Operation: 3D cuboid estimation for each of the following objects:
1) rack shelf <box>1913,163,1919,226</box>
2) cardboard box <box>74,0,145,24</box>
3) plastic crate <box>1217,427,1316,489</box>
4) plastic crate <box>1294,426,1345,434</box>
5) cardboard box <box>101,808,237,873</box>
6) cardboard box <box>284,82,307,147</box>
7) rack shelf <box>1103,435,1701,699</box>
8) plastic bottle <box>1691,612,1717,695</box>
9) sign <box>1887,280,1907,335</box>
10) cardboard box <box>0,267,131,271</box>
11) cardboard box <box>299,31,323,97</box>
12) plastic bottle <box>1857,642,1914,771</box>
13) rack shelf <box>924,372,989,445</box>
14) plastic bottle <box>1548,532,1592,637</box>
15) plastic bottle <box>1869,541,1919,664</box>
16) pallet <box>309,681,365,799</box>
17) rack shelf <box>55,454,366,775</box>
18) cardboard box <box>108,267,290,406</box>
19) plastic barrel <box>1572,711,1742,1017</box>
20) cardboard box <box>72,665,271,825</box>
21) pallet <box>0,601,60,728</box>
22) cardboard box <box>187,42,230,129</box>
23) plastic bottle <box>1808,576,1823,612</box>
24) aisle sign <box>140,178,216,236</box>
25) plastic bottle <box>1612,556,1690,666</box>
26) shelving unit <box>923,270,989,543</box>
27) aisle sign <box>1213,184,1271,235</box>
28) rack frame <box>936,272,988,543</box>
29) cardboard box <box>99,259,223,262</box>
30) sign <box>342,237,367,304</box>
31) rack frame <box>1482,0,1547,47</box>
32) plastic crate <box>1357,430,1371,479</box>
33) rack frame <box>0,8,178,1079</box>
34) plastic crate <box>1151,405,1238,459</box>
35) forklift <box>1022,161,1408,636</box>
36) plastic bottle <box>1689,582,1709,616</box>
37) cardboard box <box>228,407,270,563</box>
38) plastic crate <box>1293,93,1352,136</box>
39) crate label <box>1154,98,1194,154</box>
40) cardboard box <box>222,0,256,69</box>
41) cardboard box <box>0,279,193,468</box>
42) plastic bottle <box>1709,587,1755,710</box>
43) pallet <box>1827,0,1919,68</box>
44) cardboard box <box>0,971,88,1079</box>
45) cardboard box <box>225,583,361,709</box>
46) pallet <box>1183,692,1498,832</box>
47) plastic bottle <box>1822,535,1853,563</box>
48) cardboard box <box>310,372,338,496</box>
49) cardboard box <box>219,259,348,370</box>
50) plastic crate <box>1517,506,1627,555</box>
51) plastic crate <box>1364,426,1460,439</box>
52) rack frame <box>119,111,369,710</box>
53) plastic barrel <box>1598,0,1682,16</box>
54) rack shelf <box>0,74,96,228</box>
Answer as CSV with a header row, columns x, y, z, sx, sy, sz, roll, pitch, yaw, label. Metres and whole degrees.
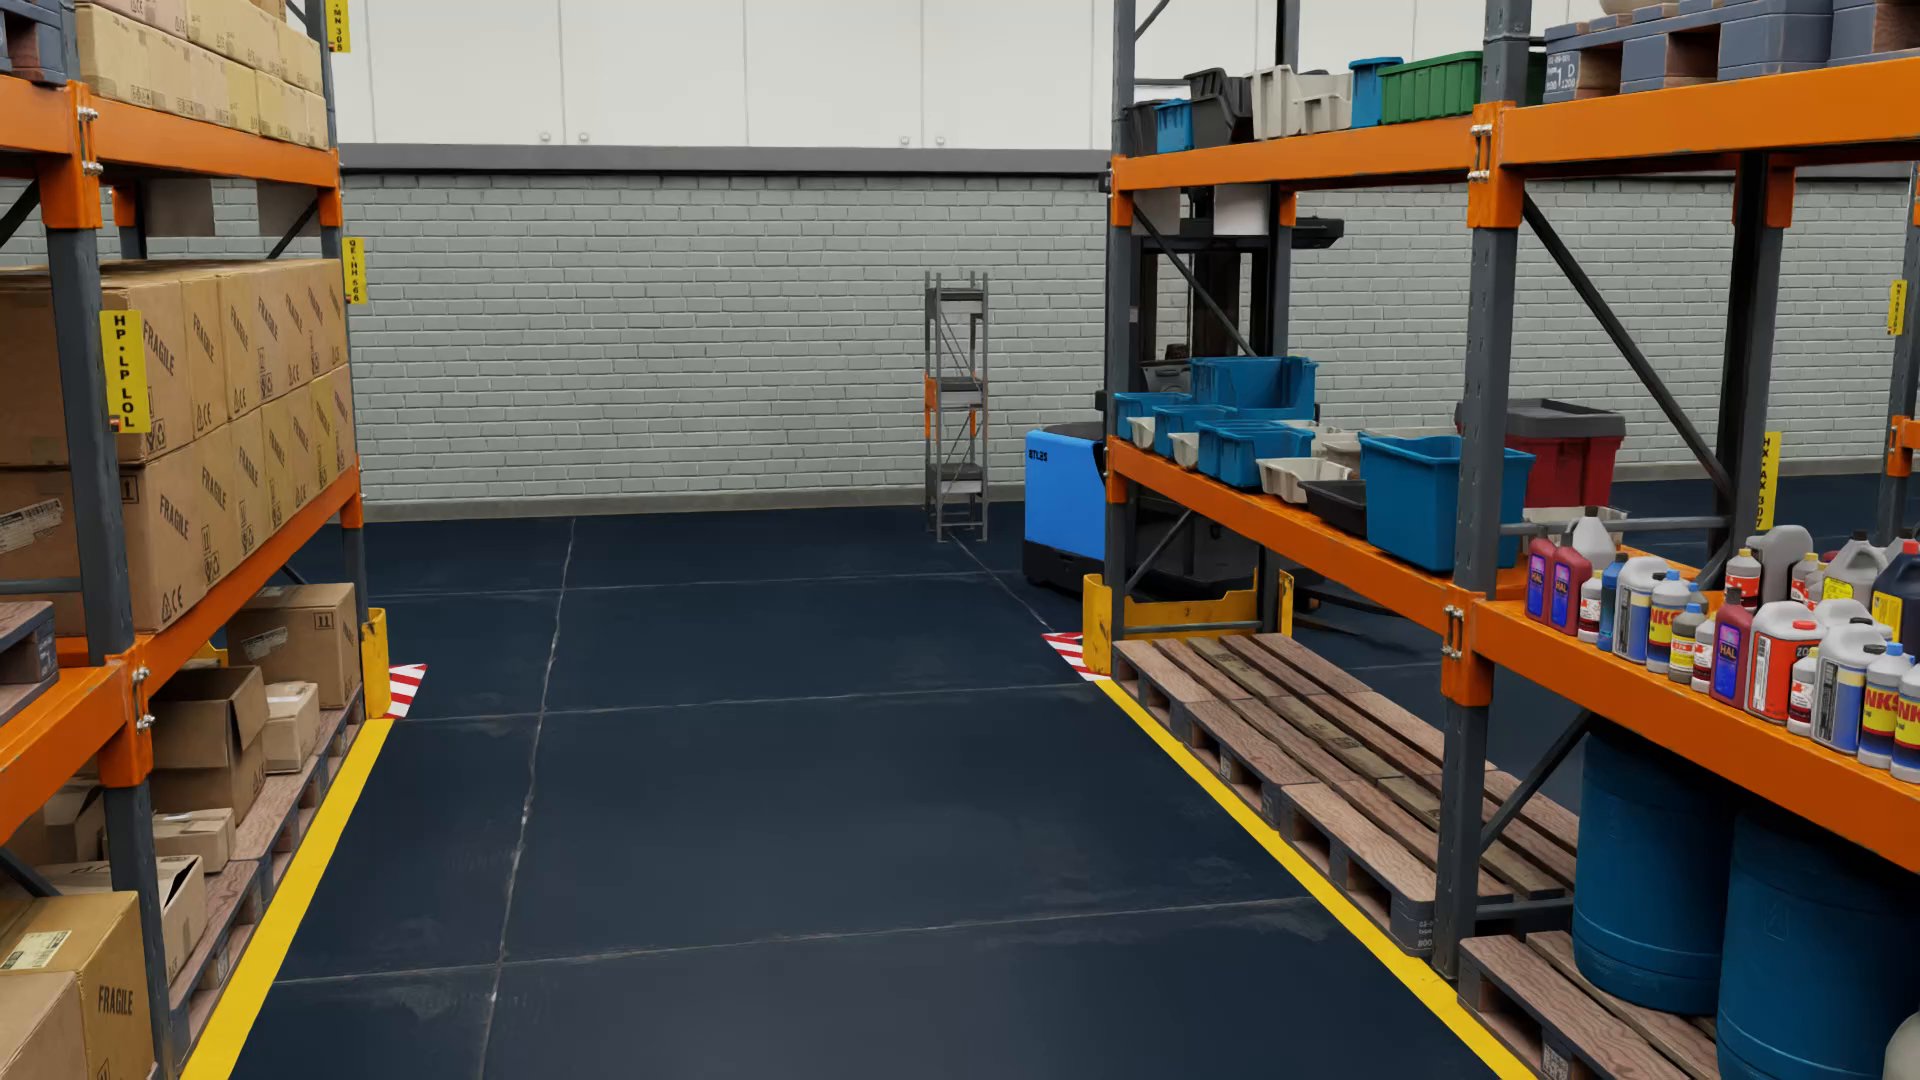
x,y,z,sx,sy,sz,roll,pitch,yaw,label
6.561,-1.705,8.033,1.077,0.370,4.000,-2,11,-11,rack shelf
-2.619,-1.602,4.633,0.500,0.250,0.500,-2,11,-11,cardboard box
1.353,-0.365,7.379,0.416,0.233,0.300,-2,11,-11,plastic crate
1.692,-0.475,8.213,0.396,0.136,0.243,-2,11,-11,plastic crate
-2.815,1.074,5.931,0.380,0.166,0.250,-2,11,-11,cardboard box
-3.101,-1.815,7.089,0.500,0.250,0.500,-2,11,-11,cardboard box
1.703,-0.051,7.367,1.077,0.370,4.000,-2,11,-11,rack shelf
1.913,0.284,4.215,0.097,0.201,0.097,0,11,0,plastic bottle
5.627,-1.397,9.985,0.100,0.325,0.005,-2,11,-11,sign
-3.417,-0.761,6.229,0.500,0.500,0.500,-2,11,-12,cardboard box
-3.196,-2.153,7.525,0.500,0.250,0.500,-2,11,-11,cardboard box
2.029,0.359,3.633,0.097,0.271,0.097,0,11,0,plastic bottle
-0.032,-1.048,13.162,0.431,0.518,0.480,-2,11,-11,rack shelf
1.771,0.127,4.820,0.061,0.283,0.133,-2,11,-11,plastic bottle
2.486,0.182,4.349,0.144,0.351,0.185,-2,11,-11,plastic bottle
-3.375,0.938,7.704,1.003,0.211,1.213,-2,11,-11,pallet
-3.157,0.128,6.425,1.077,0.370,4.000,-2,11,-11,rack shelf
-2.885,-0.779,6.325,0.500,0.500,0.500,-2,11,-9,cardboard box
2.181,0.887,5.002,0.600,0.901,0.708,-2,11,-11,plastic barrel
-3.138,0.807,6.432,0.797,0.503,0.637,-2,11,-11,cardboard box
-2.719,0.386,3.657,1.003,0.211,1.213,-2,11,-11,pallet
-2.809,-1.540,5.644,0.500,0.250,0.500,-2,11,-11,cardboard box
2.438,0.195,4.680,0.097,0.201,0.097,0,11,0,plastic bottle
-3.847,-1.871,8.051,0.394,0.787,0.004,-2,11,-11,aisle sign
1.879,0.189,4.513,0.152,0.276,0.135,-2,11,-11,plastic bottle
-0.032,-1.062,13.160,0.431,2.100,0.503,-2,11,-11,shelving unit
1.587,-2.072,9.110,0.394,0.787,0.004,-2,11,-11,aisle sign
0.015,-1.017,12.925,0.400,2.100,0.015,-2,11,-11,rack frame
-3.718,-1.041,7.704,0.500,0.500,0.500,-2,11,-9,cardboard box
-2.997,-1.333,8.233,0.100,0.325,0.005,-2,11,-11,sign
2.092,-2.985,4.812,1.000,3.000,0.127,-2,11,-11,rack frame
1.965,-0.351,7.307,0.416,0.233,0.300,-2,11,-11,plastic crate
-2.768,0.142,4.430,1.000,3.000,0.127,-2,11,-11,rack frame
1.167,-0.541,8.302,0.416,0.233,0.300,-2,11,-11,plastic crate
1.662,-0.965,10.426,1.130,2.935,3.031,-7,13,-33,forklift
1.998,0.218,4.562,0.097,0.201,0.097,0,11,0,plastic bottle
-2.797,-0.197,5.939,0.500,0.500,0.500,-2,11,-11,cardboard box
1.471,-1.601,6.270,0.293,0.136,0.466,-2,11,-11,plastic crate
1.176,-1.991,8.010,0.408,0.251,0.502,-2,11,-11,crate label
-2.901,-1.878,6.080,0.500,0.250,0.500,-2,11,-11,cardboard box
-2.583,-0.495,4.835,0.500,0.500,0.500,-2,11,-10,cardboard box
1.917,0.265,4.093,0.061,0.283,0.133,-2,11,-11,plastic bottle
2.564,-1.070,3.281,1.003,0.211,1.213,-2,11,-11,pallet
-2.303,1.325,3.724,0.500,0.500,0.500,-2,11,-11,cardboard box
-3.198,0.511,8.000,0.500,0.500,0.500,-2,11,-11,cardboard box
1.670,0.974,7.513,1.003,0.211,1.213,-2,11,-11,pallet
2.575,0.121,4.852,0.061,0.283,0.133,-2,11,-11,plastic bottle
-3.087,-0.474,7.396,0.500,0.500,0.500,-2,11,-11,cardboard box
-3.189,-1.061,7.805,0.500,0.500,0.500,-2,11,-12,cardboard box
2.142,-0.028,5.868,0.396,0.136,0.243,-2,11,-11,plastic crate
1.976,-0.296,6.885,0.437,0.282,0.530,-2,11,-11,plastic crate
-3.546,-0.592,8.284,1.000,3.000,0.127,-2,11,-11,rack frame
1.948,-1.679,4.485,0.433,0.535,0.433,0,11,0,plastic barrel
-2.379,-0.612,2.290,1.077,0.370,4.000,-2,11,-11,rack shelf
